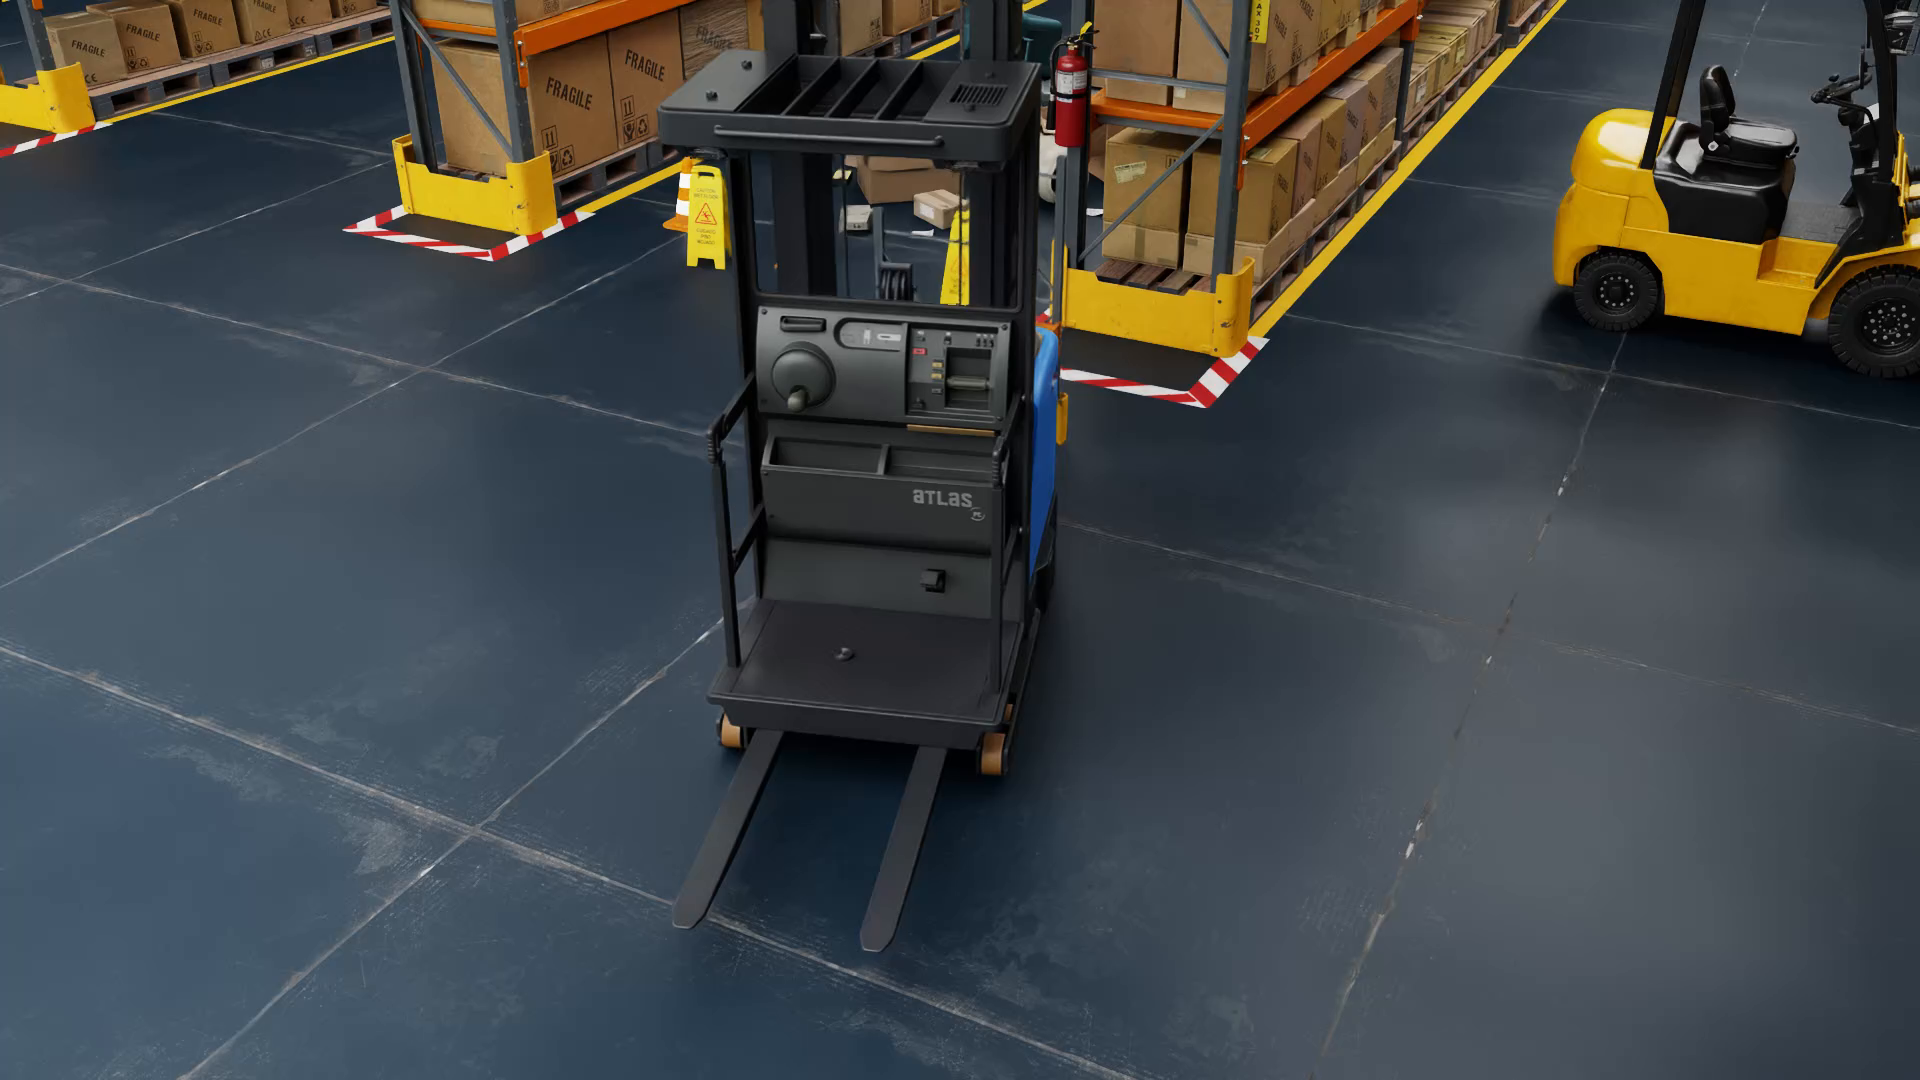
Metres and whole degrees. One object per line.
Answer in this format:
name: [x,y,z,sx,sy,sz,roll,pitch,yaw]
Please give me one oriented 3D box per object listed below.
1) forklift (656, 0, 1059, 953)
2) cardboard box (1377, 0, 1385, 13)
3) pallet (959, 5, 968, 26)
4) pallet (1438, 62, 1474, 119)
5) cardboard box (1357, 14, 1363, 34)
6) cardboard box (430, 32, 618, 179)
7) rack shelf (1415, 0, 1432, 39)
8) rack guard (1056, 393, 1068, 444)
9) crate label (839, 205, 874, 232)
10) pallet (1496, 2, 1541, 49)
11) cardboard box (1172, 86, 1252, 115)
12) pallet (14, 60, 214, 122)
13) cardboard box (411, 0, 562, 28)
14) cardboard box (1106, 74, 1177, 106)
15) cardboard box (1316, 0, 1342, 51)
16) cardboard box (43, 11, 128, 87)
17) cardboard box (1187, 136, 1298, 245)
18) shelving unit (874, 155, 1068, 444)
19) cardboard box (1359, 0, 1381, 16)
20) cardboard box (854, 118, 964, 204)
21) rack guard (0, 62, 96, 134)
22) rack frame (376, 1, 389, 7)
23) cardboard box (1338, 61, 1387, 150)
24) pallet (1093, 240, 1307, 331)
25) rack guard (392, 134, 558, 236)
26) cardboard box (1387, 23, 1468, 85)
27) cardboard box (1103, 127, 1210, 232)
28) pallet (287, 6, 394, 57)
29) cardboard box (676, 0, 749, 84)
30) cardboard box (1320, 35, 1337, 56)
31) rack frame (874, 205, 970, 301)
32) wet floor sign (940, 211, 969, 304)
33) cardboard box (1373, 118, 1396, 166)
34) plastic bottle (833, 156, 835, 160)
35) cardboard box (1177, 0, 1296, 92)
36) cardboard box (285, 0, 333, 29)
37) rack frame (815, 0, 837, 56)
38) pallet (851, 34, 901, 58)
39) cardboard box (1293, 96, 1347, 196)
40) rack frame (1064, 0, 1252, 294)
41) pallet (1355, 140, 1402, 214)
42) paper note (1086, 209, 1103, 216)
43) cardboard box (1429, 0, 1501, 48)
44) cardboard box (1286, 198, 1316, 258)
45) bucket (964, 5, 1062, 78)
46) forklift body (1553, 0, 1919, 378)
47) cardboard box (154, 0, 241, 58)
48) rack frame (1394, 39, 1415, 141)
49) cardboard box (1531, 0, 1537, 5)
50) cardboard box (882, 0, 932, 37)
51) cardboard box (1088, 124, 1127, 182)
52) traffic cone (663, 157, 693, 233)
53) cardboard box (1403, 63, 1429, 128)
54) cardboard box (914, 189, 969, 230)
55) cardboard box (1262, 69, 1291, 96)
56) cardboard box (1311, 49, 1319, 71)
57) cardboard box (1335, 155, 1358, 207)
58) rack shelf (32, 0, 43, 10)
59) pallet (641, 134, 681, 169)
forklift: [-0.314,-0.584,5.824,1.130,2.935,3.031,5,30,8]
cardboard box: [2.733,-3.756,11.531,0.380,0.149,0.250,14,33,24]
pallet: [-0.153,-5.596,17.284,1.003,0.211,1.213,14,33,23]
pallet: [3.812,-3.966,14.444,1.003,0.211,1.213,14,33,23]
cardboard box: [2.426,-3.408,10.925,0.380,0.149,0.250,14,33,22]
cardboard box: [-3.121,-3.168,11.966,0.875,0.875,0.875,14,33,24]
rack shelf: [3.815,-4.861,13.926,1.077,0.370,4.000,14,33,23]
rack guard: [0.278,-0.682,8.687,0.587,0.250,0.087,13,32,21]
crate label: [-0.711,-2.219,11.477,0.250,0.136,0.298,-1,30,-3]
pallet: [5.152,-5.183,16.564,1.003,0.211,1.213,14,33,23]
cardboard box: [1.421,-2.508,9.358,0.380,0.149,0.250,14,33,23]
pallet: [-7.304,-3.938,14.396,1.003,0.211,1.213,14,33,23]
cardboard box: [-3.242,-3.831,11.259,0.875,0.550,0.550,14,33,23]
cardboard box: [1.062,-2.619,9.550,0.380,0.149,0.250,15,33,25]
cardboard box: [2.008,-3.289,10.067,0.500,0.500,0.500,14,33,22]
cardboard box: [-7.441,-4.133,14.023,0.500,0.500,0.500,21,36,32]
cardboard box: [1.706,-2.134,10.040,0.500,0.500,0.500,13,32,22]
shelving unit: [0.071,-0.999,7.983,0.587,1.500,1.083,13,32,21]
cardboard box: [2.462,-3.745,10.860,0.500,0.500,0.500,15,33,25]
cardboard box: [-0.372,-2.784,12.092,0.797,0.503,0.637,-7,31,-11]
rack guard: [-7.706,-3.711,13.711,1.175,0.500,0.348,14,33,23]
rack frame: [-5.918,-6.535,16.117,1.000,3.000,0.127,14,33,23]
cardboard box: [2.643,-3.053,11.640,0.500,0.500,0.500,15,33,24]
pallet: [1.518,-1.690,10.481,1.003,0.211,1.213,14,33,23]
rack guard: [-3.382,-2.497,11.596,1.175,0.500,0.348,14,33,23]
cardboard box: [3.780,-4.190,14.252,0.950,0.372,0.625,15,33,25]
cardboard box: [1.214,-2.243,10.230,0.500,0.500,0.500,15,33,24]
pallet: [-6.193,-5.020,16.279,1.003,0.211,1.213,14,33,23]
cardboard box: [-2.305,-3.962,13.349,0.875,0.875,0.875,15,33,24]
cardboard box: [2.174,-3.188,10.541,0.380,0.149,0.250,13,32,22]
rack frame: [-0.145,-0.764,7.575,0.500,1.500,0.032,13,32,21]
wet floor sign: [0.042,-1.651,9.977,0.232,0.644,0.267,-25,38,-36]
cardboard box: [2.874,-2.953,12.220,0.500,0.250,0.500,16,33,25]
plastic bottle: [-1.102,-2.969,12.860,0.283,0.061,0.133,4,30,6]
cardboard box: [1.544,-2.833,9.272,0.500,0.500,0.500,14,33,23]
cardboard box: [-6.390,-5.209,15.897,0.500,0.500,0.500,-26,39,-37]
rack frame: [-1.549,-5.365,14.080,1.000,3.000,0.127,14,33,23]
pallet: [-1.264,-4.515,15.400,1.003,0.211,1.213,14,33,23]
cardboard box: [2.176,-2.587,10.829,0.500,0.500,0.500,15,33,24]
rack frame: [1.082,-2.513,9.115,1.000,3.000,0.127,14,33,23]
pallet: [2.629,-2.772,12.365,1.003,0.211,1.213,14,33,23]
paper note: [0.942,-2.330,11.777,0.142,0.019,0.148,4,30,6]
cardboard box: [4.460,-4.854,15.408,0.950,0.372,0.625,12,32,20]
cardboard box: [1.934,-2.023,10.599,0.500,0.250,0.500,16,33,25]
bucket: [0.442,-4.021,13.501,0.620,0.611,0.726,-14,31,-42]
forklift body: [4.742,-2.275,9.553,2.313,2.155,1.214,14,33,23]
cardboard box: [-6.897,-4.679,14.974,0.500,0.500,0.500,18,34,28]
rack frame: [2.904,-4.287,12.203,1.000,3.000,0.127,14,33,23]
cardboard box: [5.525,-6.002,16.902,0.875,0.875,0.875,15,33,24]
cardboard box: [-0.903,-5.294,15.794,1.050,0.750,0.750,14,33,23]
cardboard box: [1.204,-3.037,12.535,0.500,0.500,0.500,-12,32,-20]
traffic cone: [-1.865,-2.405,11.473,0.336,0.463,0.334,14,33,23]
cardboard box: [3.140,-3.562,13.158,0.950,0.372,0.625,15,33,24]
cardboard box: [-0.120,-2.316,11.634,0.250,0.149,0.380,-18,34,-28]
cardboard box: [1.716,-2.722,9.731,0.380,0.149,0.250,13,32,22]
cardboard box: [1.961,-2.947,10.122,0.380,0.149,0.250,15,33,25]
cardboard box: [2.404,-2.491,11.414,0.500,0.250,0.500,15,33,24]
rack shelf: [-6.829,-5.336,14.753,1.077,0.370,4.000,14,33,23]
pallet: [-2.520,-3.293,13.273,1.003,0.211,1.213,14,33,23]
